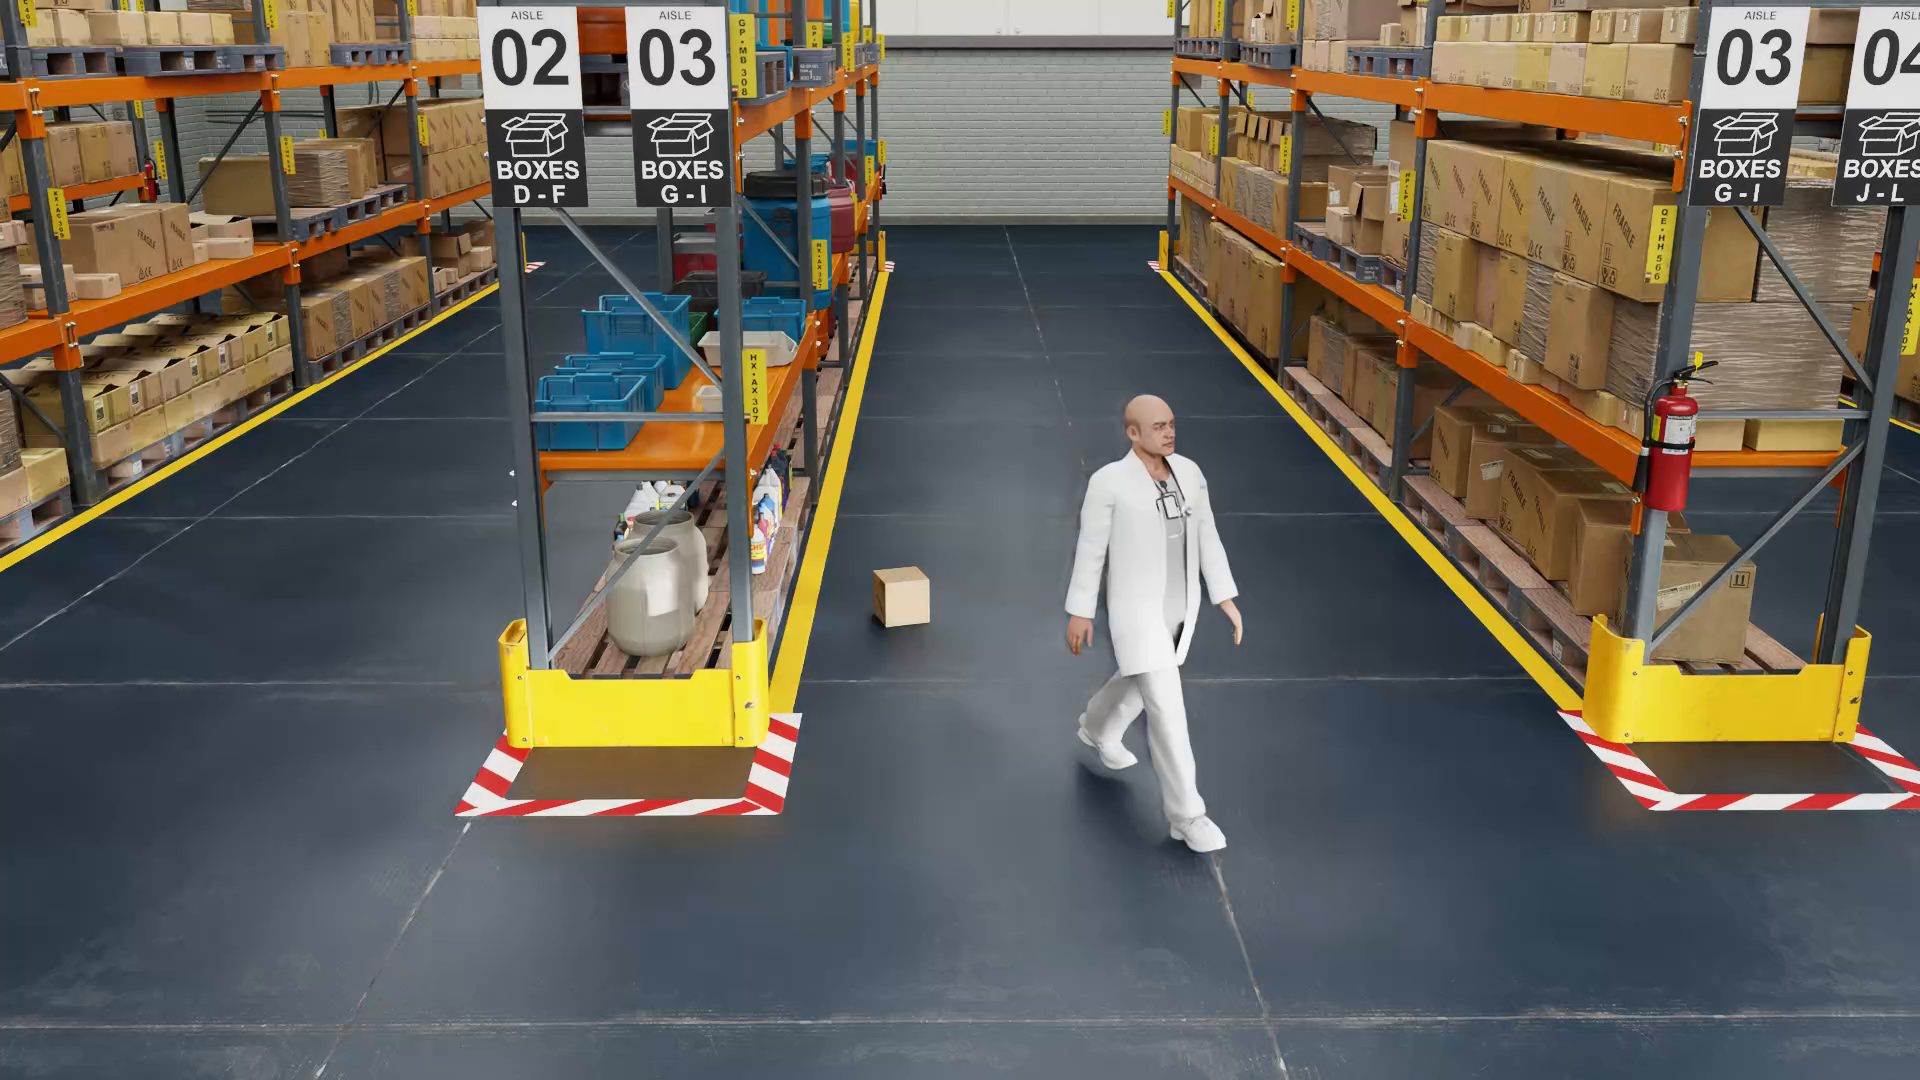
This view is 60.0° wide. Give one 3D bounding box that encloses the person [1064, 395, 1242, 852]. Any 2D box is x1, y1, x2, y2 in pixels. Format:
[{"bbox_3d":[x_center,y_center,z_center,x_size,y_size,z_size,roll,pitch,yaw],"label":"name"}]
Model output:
[{"bbox_3d":[0.796,0.275,6.674,0.610,1.722,1.163,-12,20,-34],"label":"person"}]
